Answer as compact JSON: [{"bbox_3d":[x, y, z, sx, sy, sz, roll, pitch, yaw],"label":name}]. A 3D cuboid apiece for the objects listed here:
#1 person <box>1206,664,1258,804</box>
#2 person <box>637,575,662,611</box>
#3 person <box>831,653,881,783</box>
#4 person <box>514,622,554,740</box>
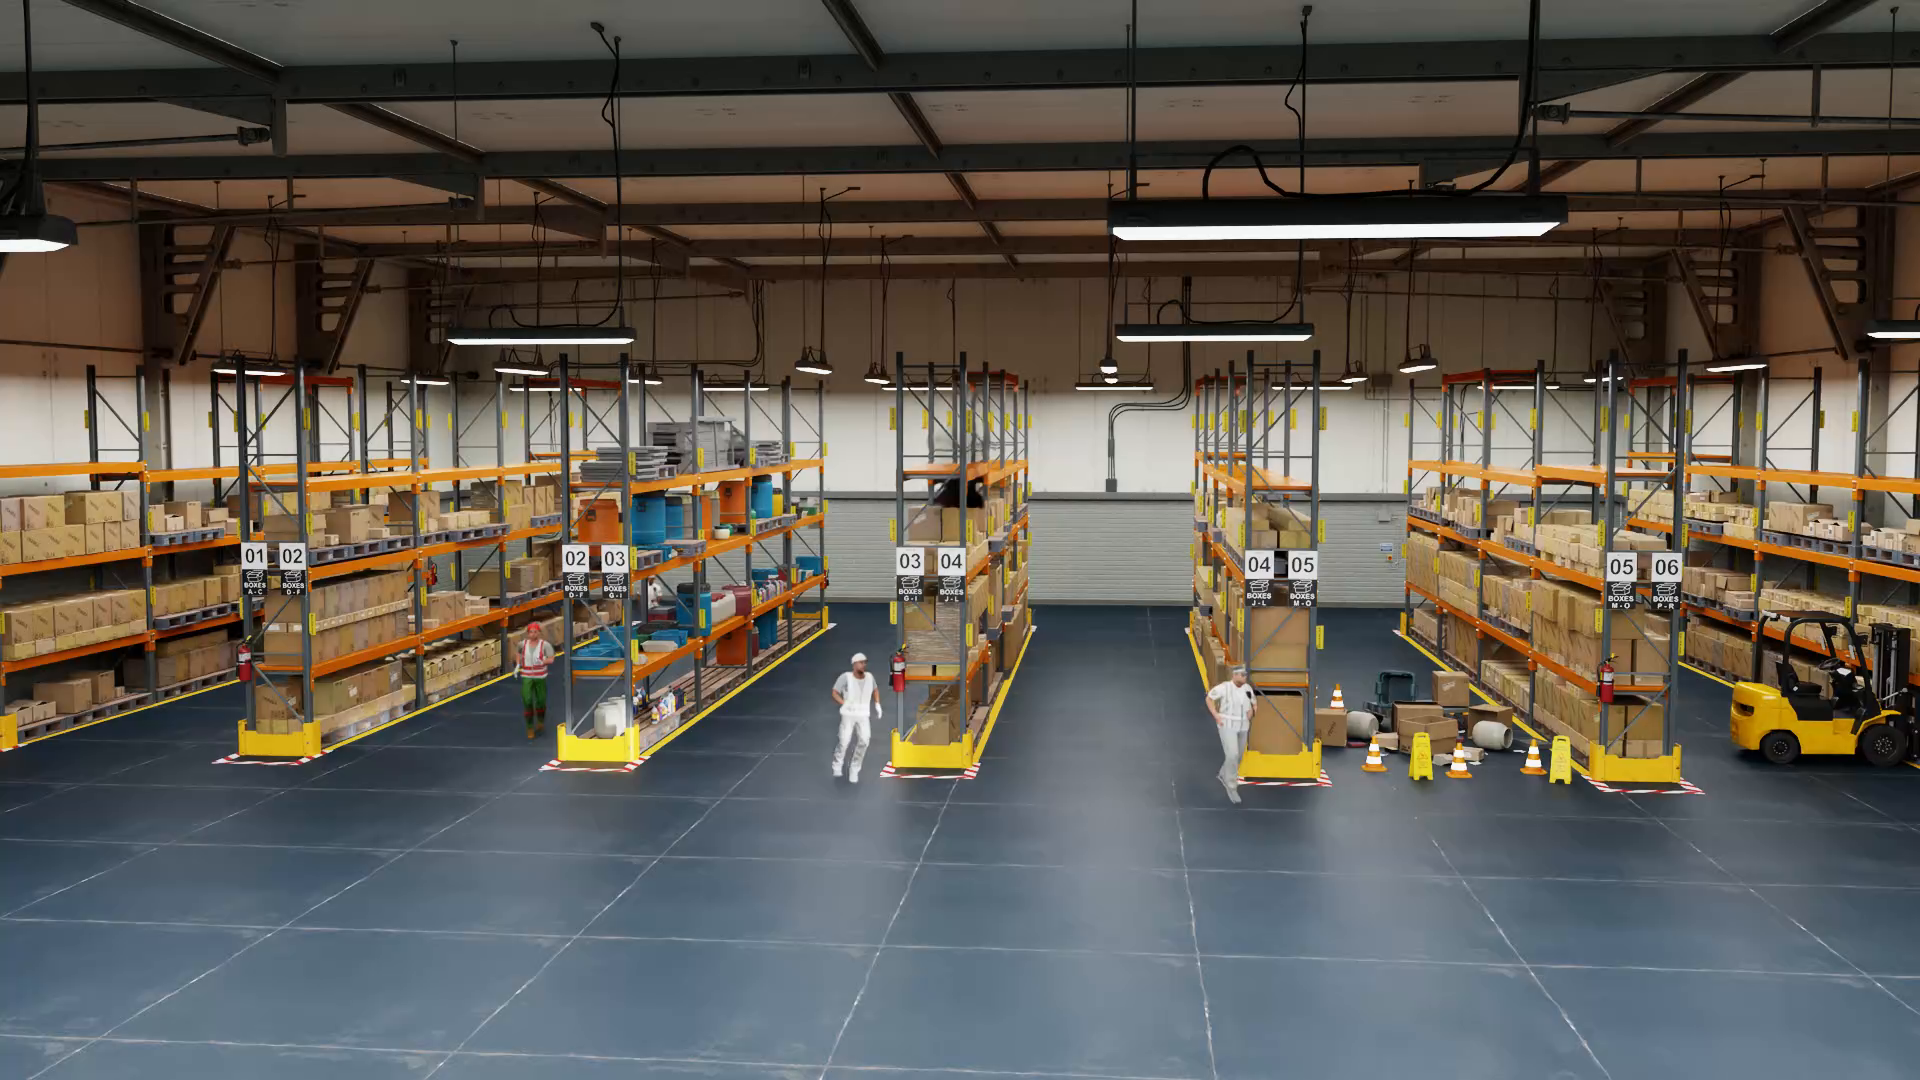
[{"bbox_3d":[3.707,2.546,22.246,0.665,1.802,0.895,-2,4,-25],"label":"person"},{"bbox_3d":[-6.890,1.533,36.922,0.550,1.669,0.646,-1,4,-12],"label":"person"},{"bbox_3d":[-1.438,2.477,23.243,0.755,1.800,0.630,-2,4,-22],"label":"person"},{"bbox_3d":[-6.770,2.225,26.453,0.643,1.844,0.859,-1,4,-10],"label":"person"}]
